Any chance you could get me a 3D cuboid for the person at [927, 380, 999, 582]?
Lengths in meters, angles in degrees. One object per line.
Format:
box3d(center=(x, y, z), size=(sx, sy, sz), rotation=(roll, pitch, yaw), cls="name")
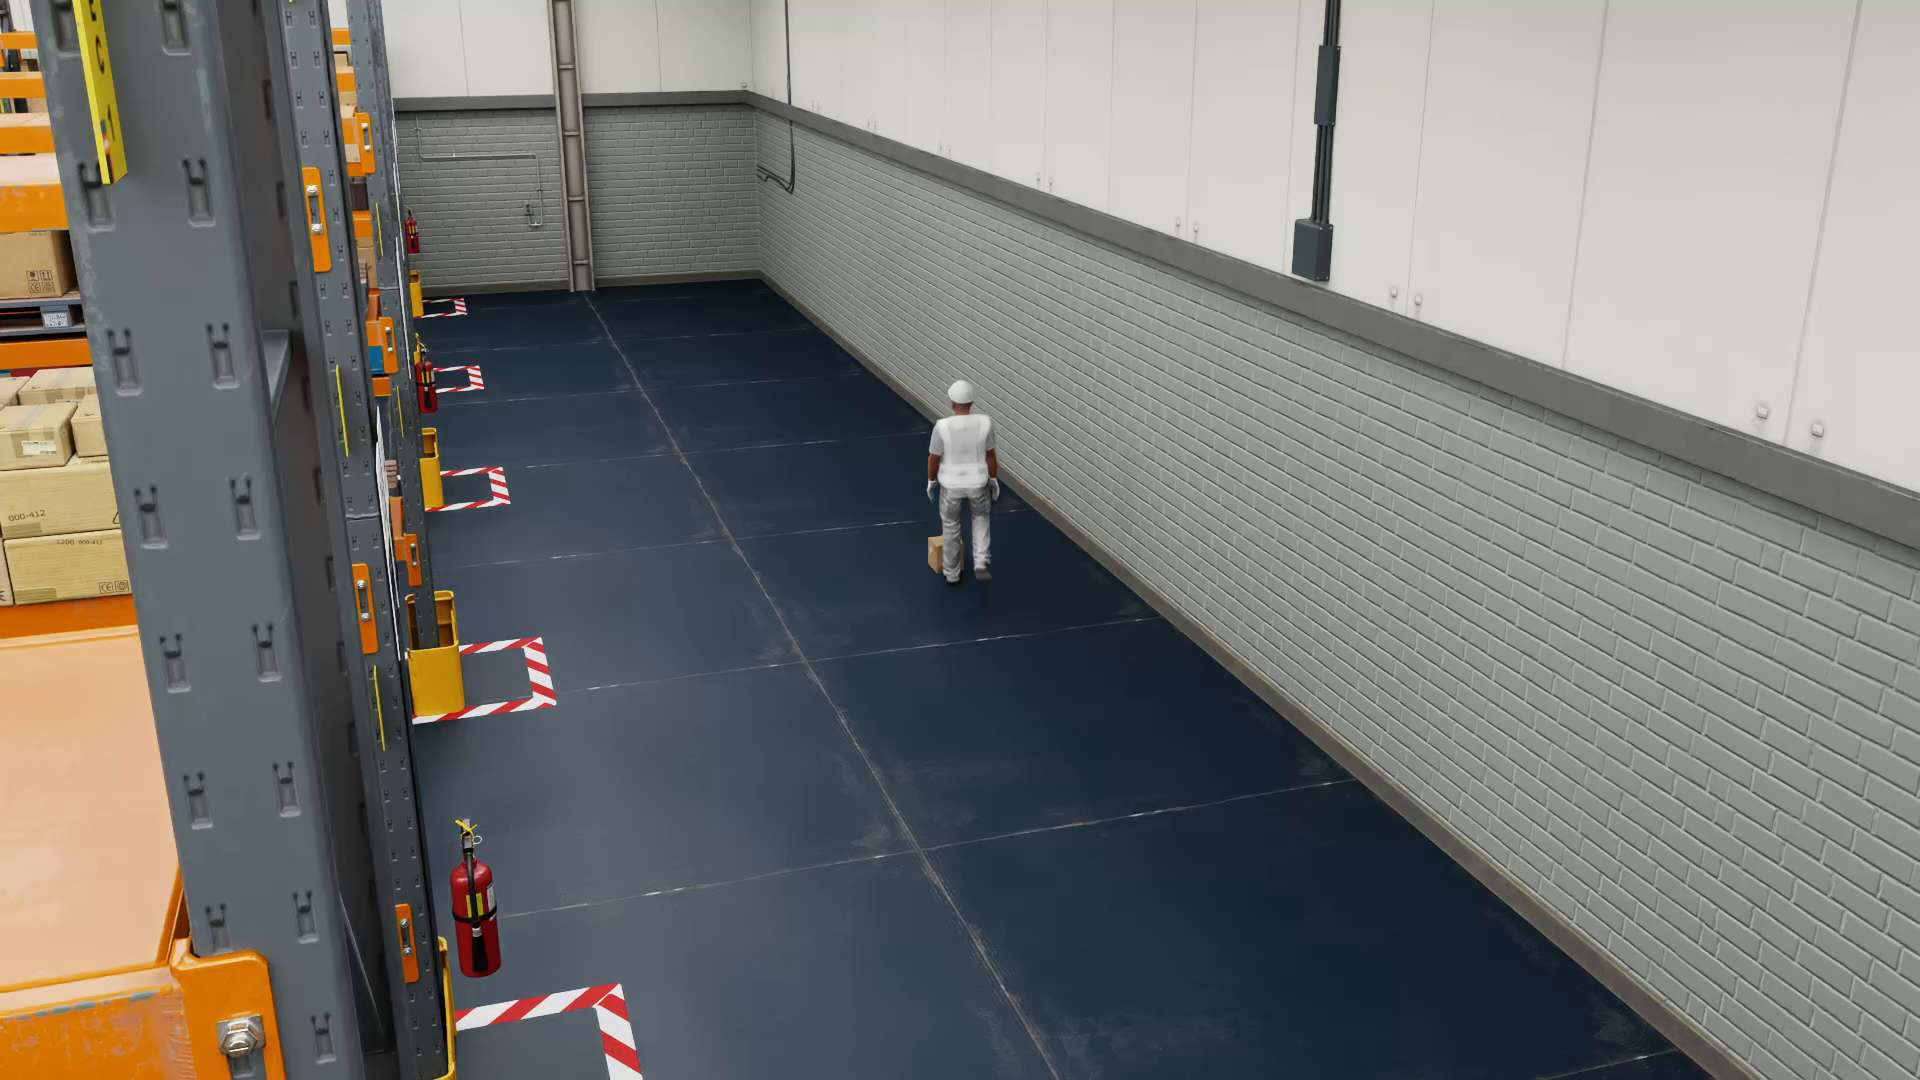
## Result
box3d(center=(0.020, -0.491, 13.933), size=(0.605, 1.782, 0.570), rotation=(-3, 19, -8), cls="person")
